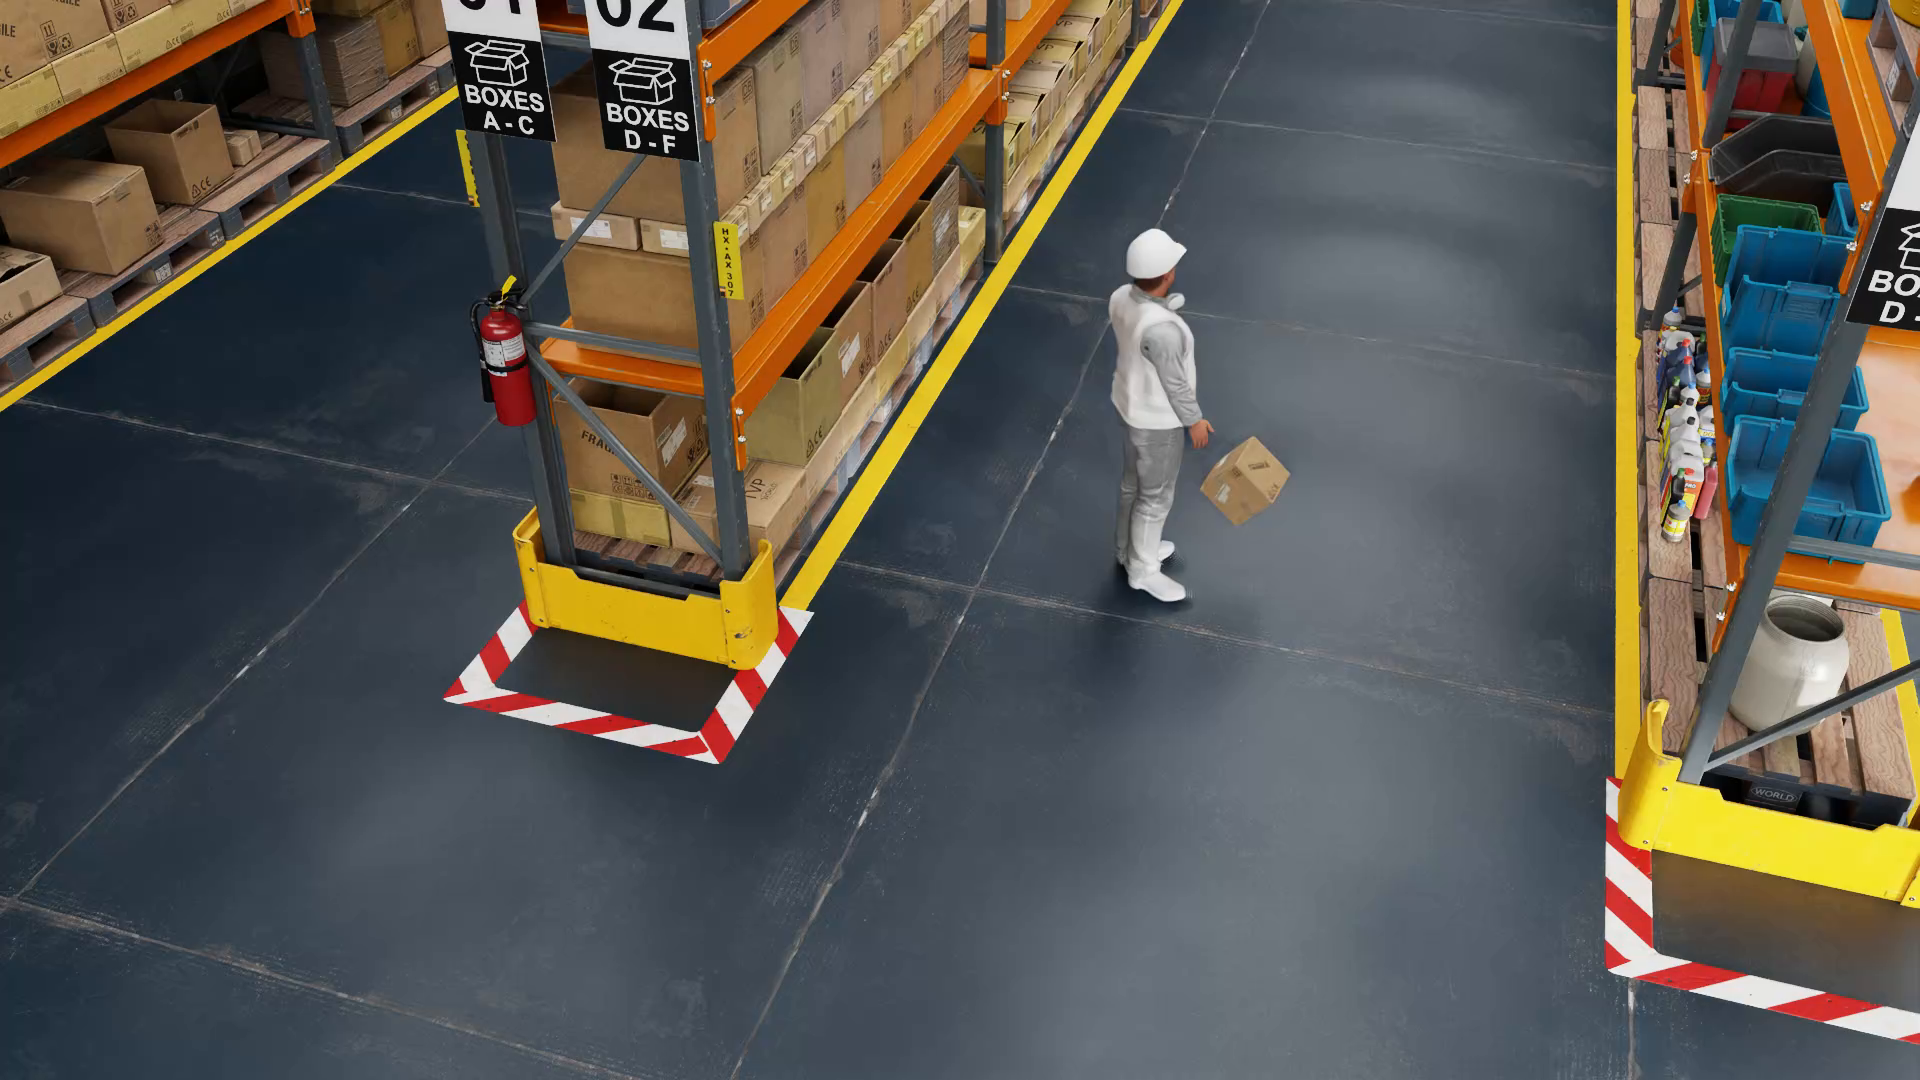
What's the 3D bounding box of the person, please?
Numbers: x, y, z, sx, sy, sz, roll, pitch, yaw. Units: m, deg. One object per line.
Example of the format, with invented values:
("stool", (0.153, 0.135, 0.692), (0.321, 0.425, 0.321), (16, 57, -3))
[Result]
("person", (0.914, -0.586, 7.631), (0.419, 1.778, 0.612), (-9, 38, -12))
